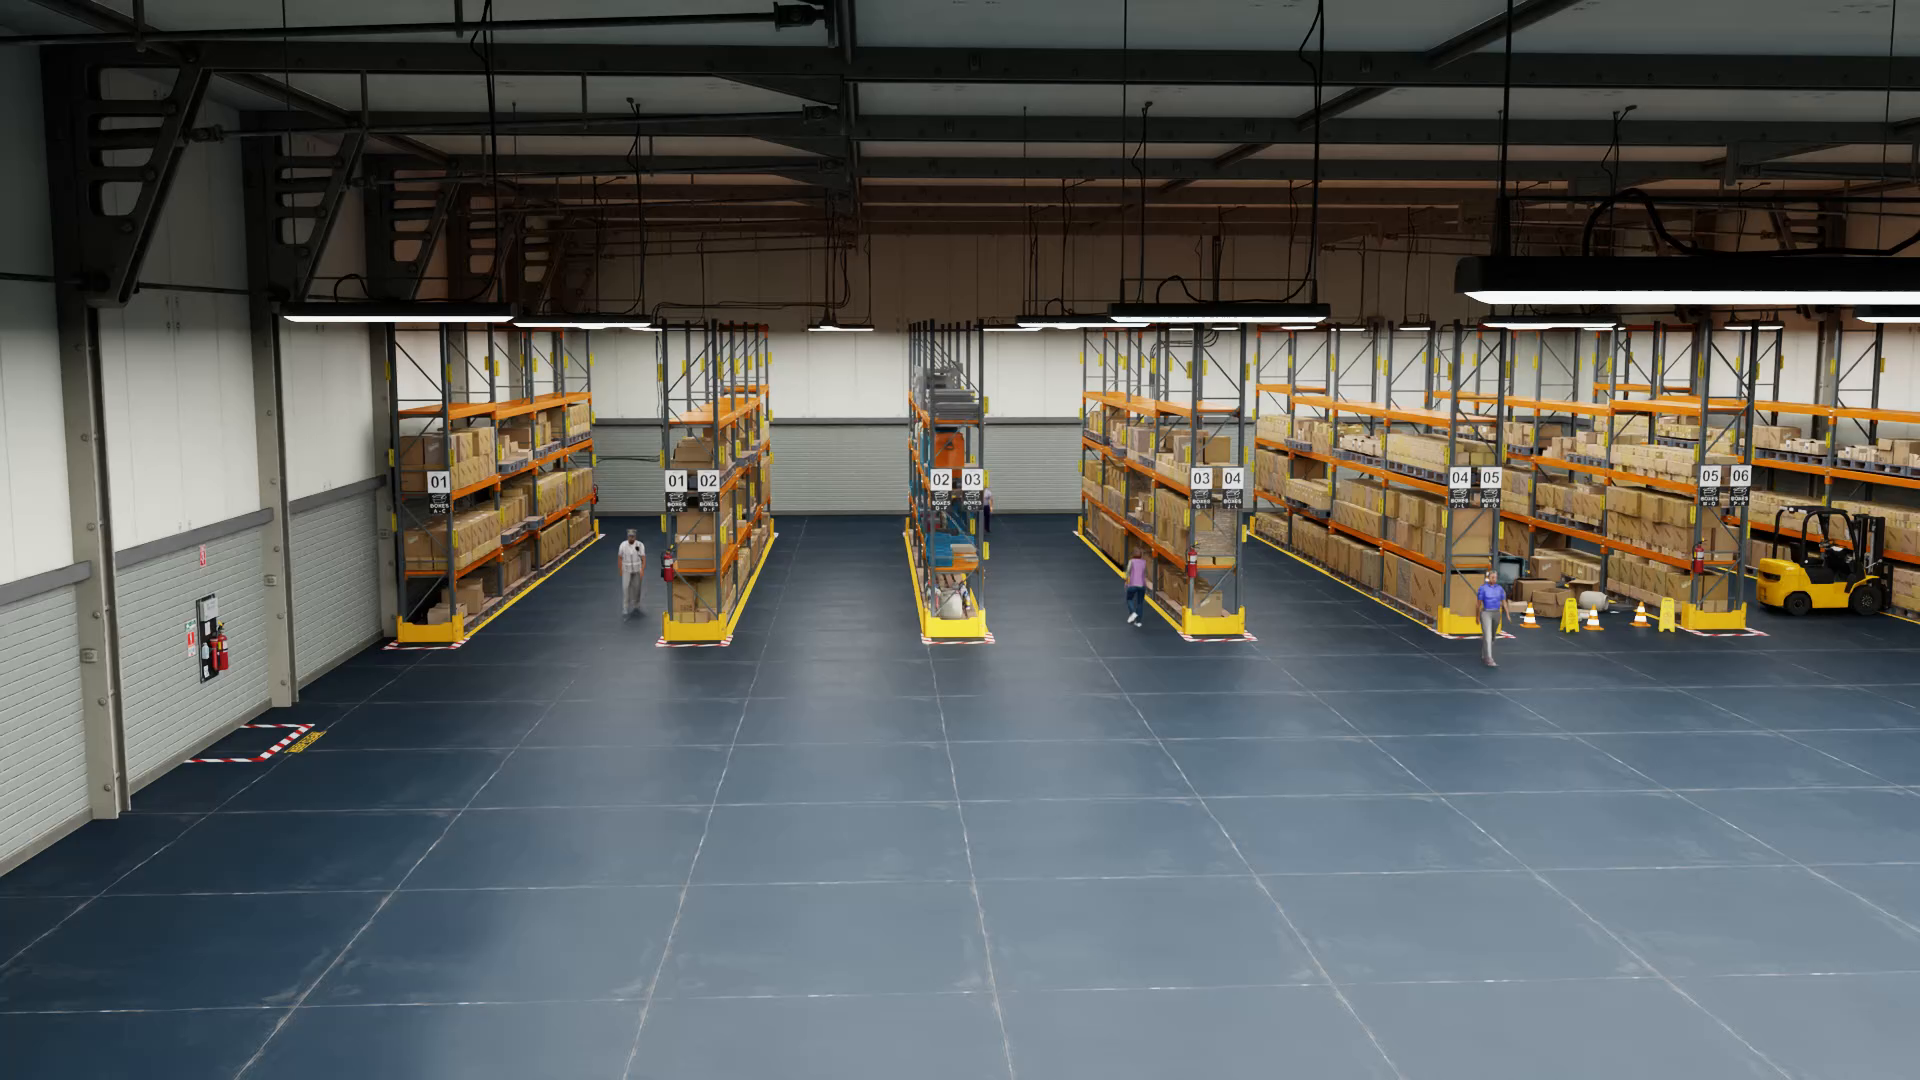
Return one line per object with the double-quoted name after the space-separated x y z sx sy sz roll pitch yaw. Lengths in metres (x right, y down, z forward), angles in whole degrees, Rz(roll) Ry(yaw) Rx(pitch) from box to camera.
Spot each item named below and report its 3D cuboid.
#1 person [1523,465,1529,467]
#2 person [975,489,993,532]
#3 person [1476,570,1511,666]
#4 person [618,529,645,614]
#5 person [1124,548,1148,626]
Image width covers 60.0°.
17.387 -1.452 51.067 1.111 1.736 0.581 -2 7 -15 "person"
0.670 -0.902 47.205 0.531 1.568 1.100 0 7 0 "person"
9.265 1.339 28.882 0.509 1.641 0.797 -1 7 -8 "person"
-6.745 0.627 34.226 0.547 1.710 0.976 -2 7 -15 "person"
3.495 0.931 32.972 0.504 1.478 0.749 0 7 -1 "person"
